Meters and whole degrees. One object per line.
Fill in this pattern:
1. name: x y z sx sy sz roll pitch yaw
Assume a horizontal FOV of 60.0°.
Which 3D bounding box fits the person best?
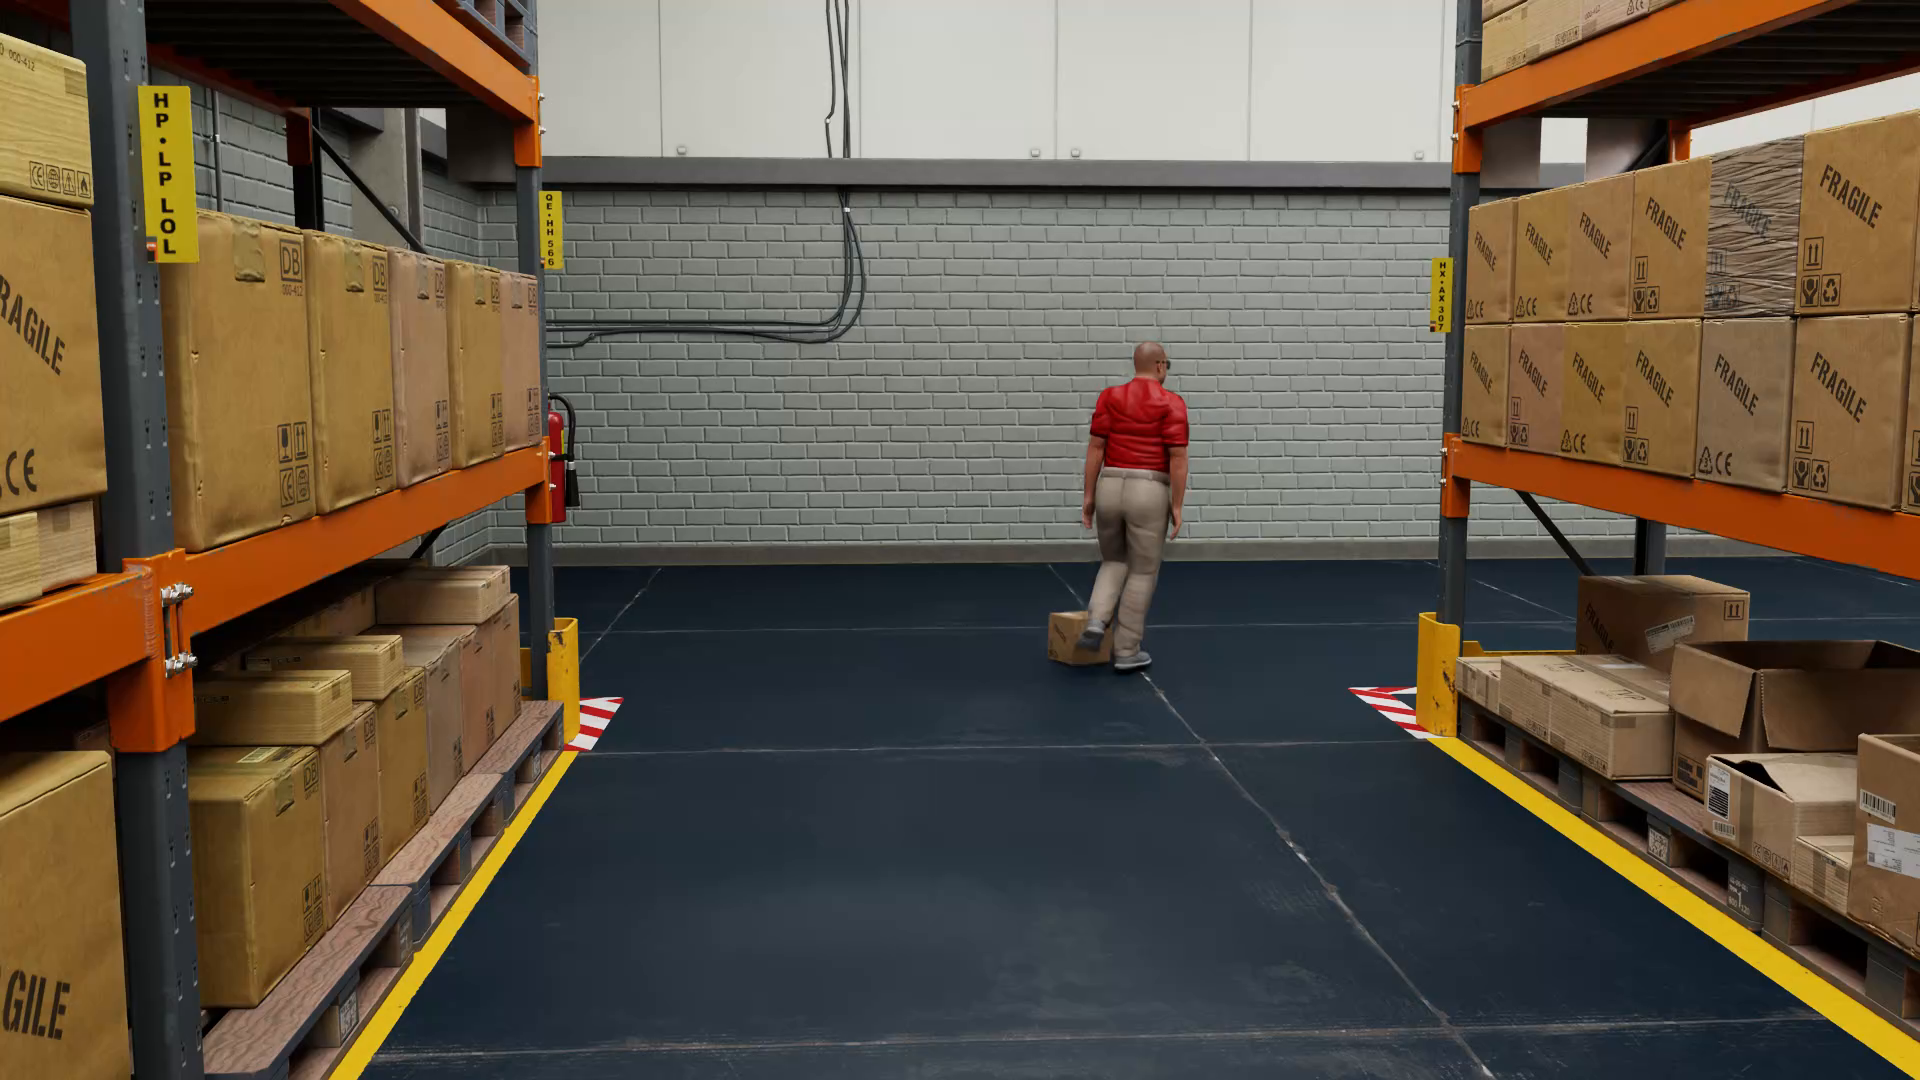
1. person: 0.915 -0.183 8.758 0.580 1.718 0.489 4 8 31
